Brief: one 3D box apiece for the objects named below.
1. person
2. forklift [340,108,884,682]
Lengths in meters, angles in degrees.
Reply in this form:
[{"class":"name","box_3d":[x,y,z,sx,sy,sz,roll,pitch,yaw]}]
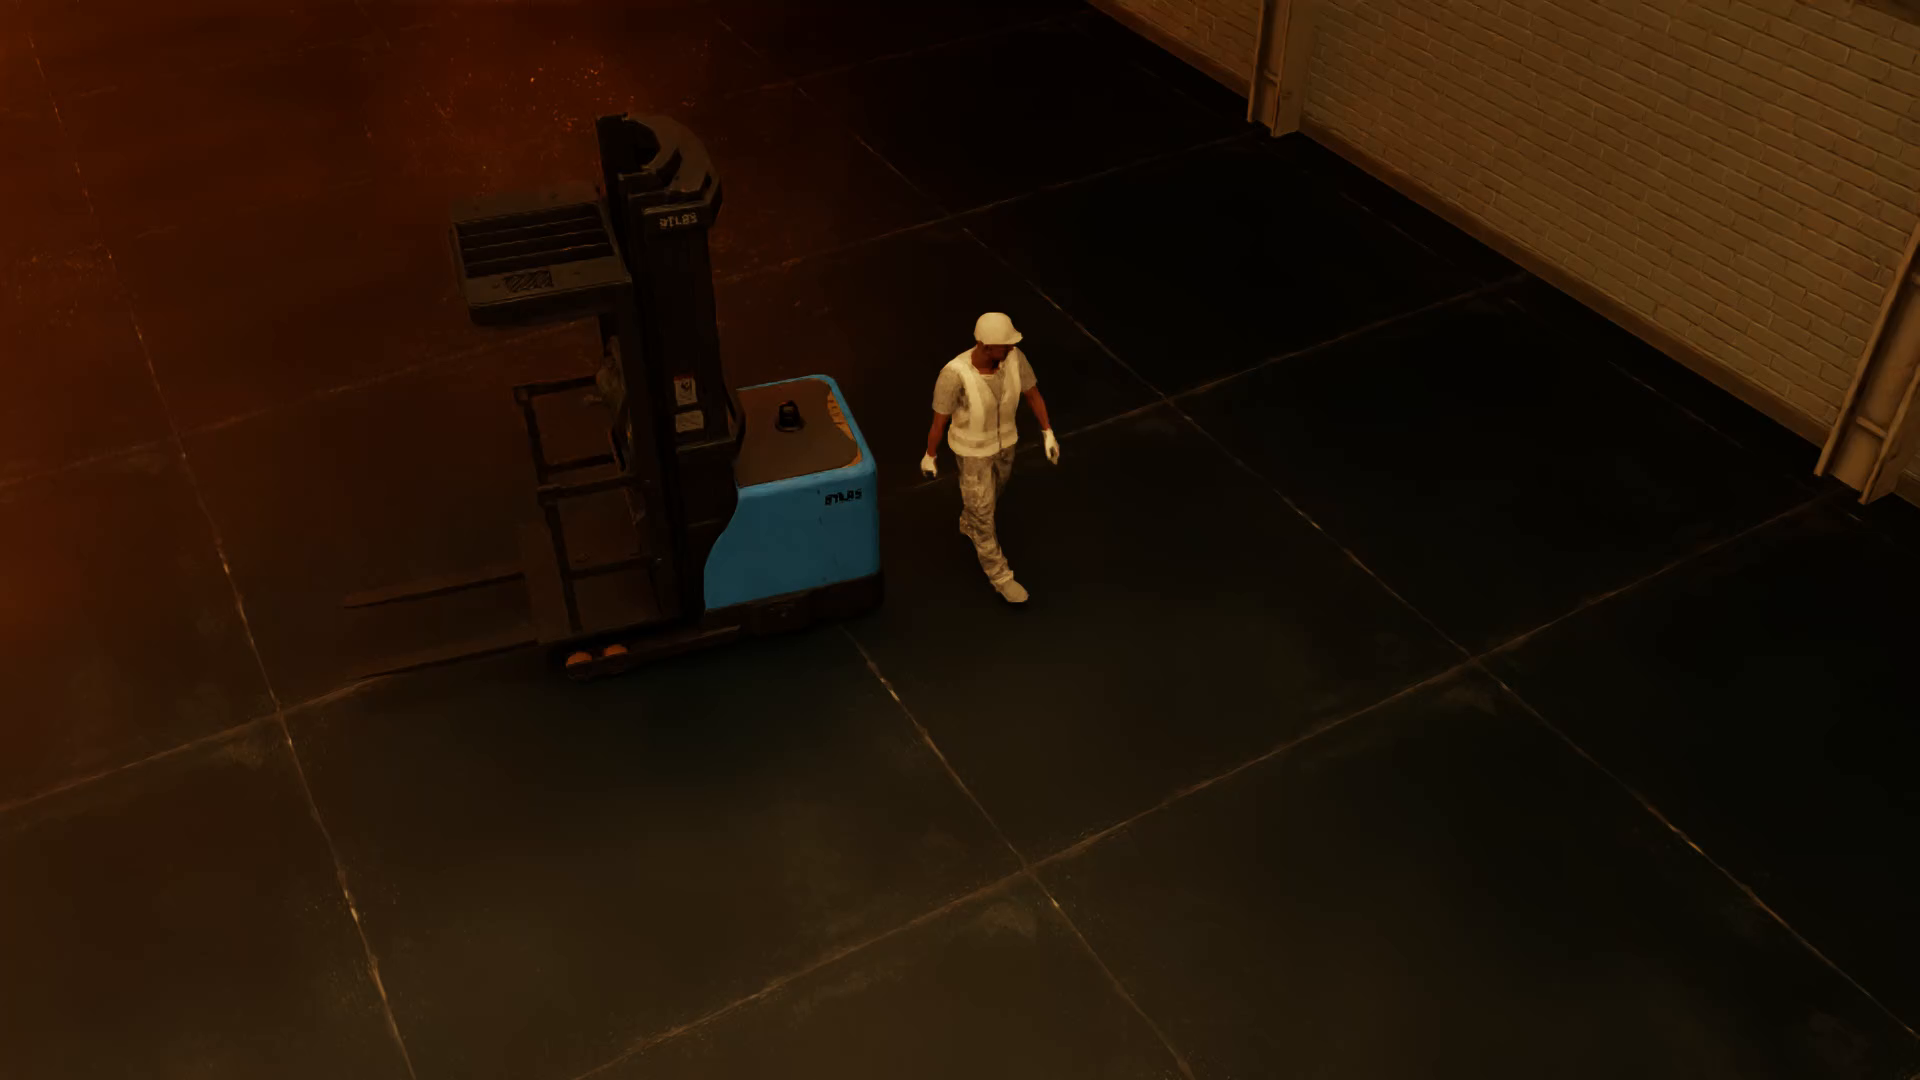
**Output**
[{"class":"person","box_3d":[0.203,-0.499,9.573,0.723,1.738,0.872,-28,47,-29]},{"class":"forklift","box_3d":[-2.023,-0.712,8.895,3.031,2.935,1.130,-12,41,-14]}]
